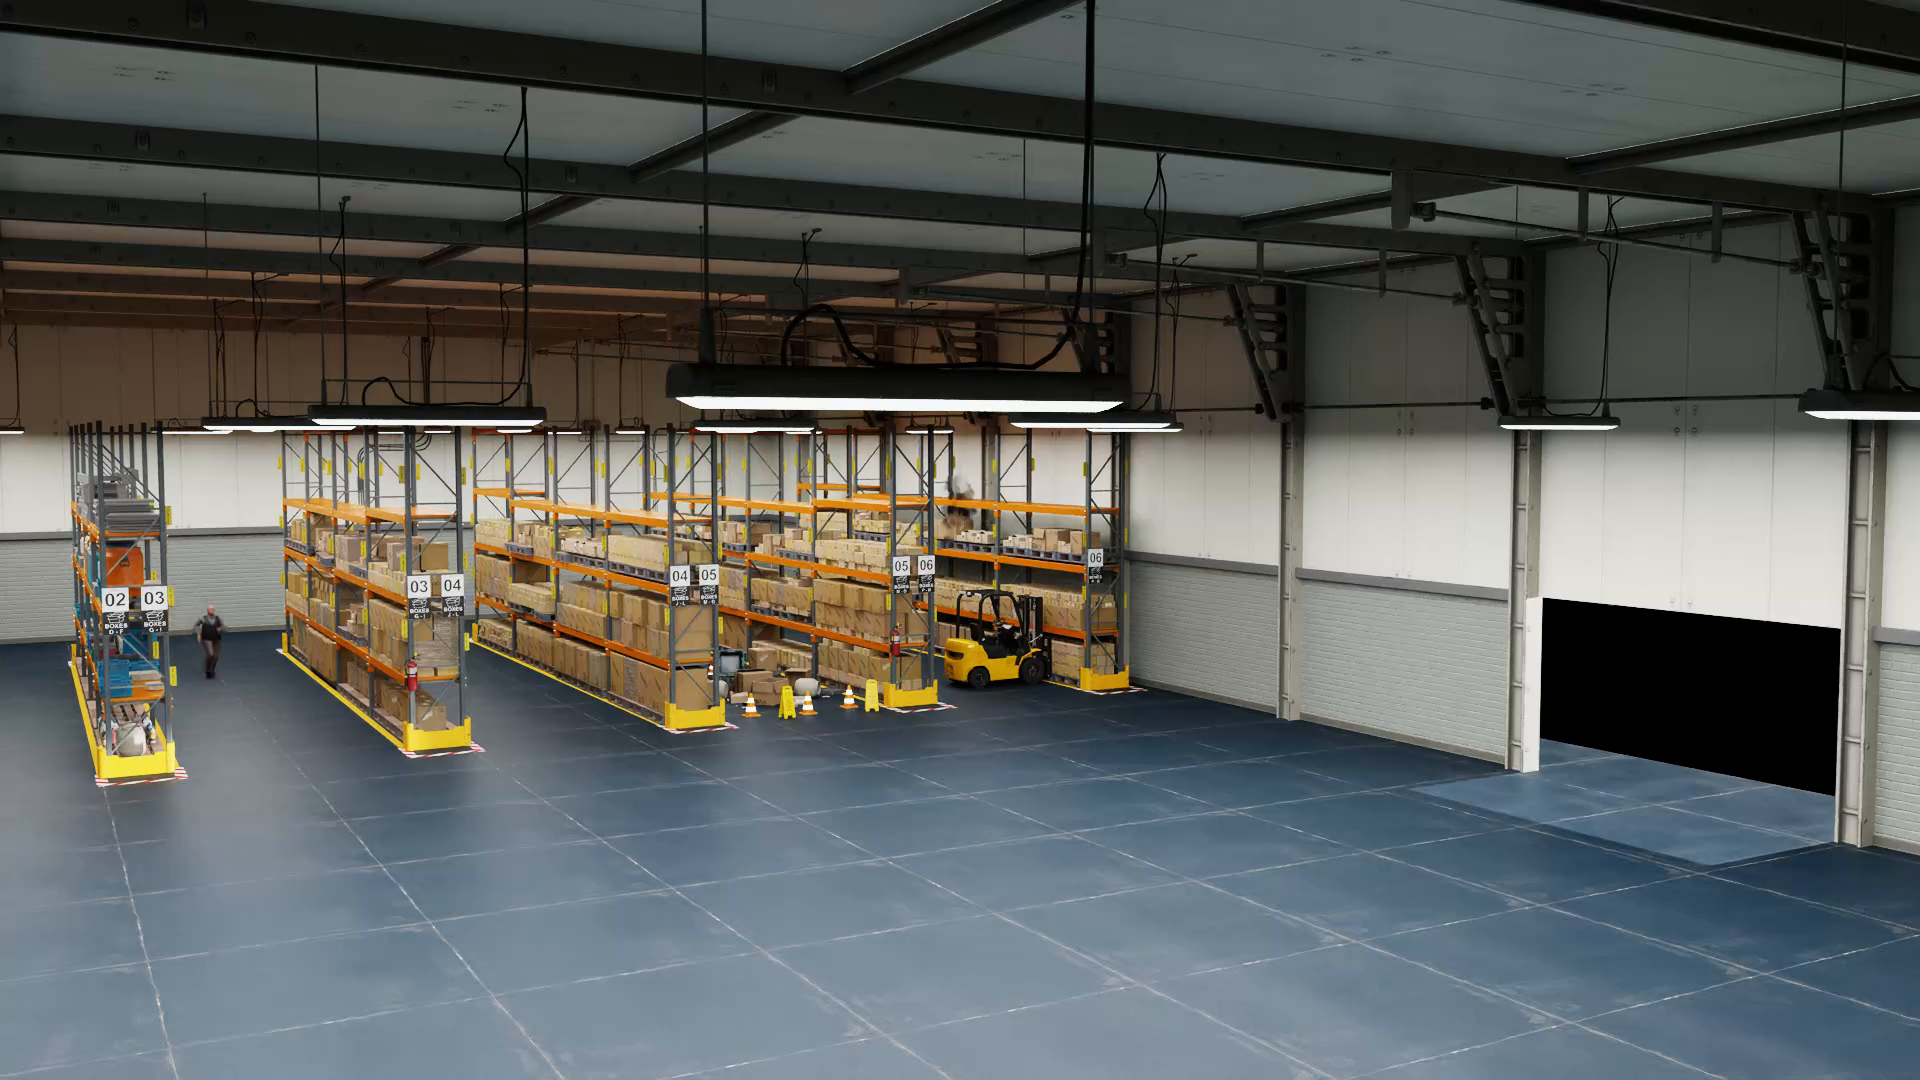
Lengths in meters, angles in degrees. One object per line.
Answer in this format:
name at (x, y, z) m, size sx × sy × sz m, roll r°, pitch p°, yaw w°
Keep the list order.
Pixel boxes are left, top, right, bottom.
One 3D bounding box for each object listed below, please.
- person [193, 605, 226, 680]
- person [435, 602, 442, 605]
person at (-17.766, 2.432, 39.467) m, size 0.629 × 1.762 × 0.732 m, roll -3°, pitch 5°, yaw -44°
person at (-13.709, 2.174, 44.291) m, size 0.593 × 1.722 × 0.744 m, roll -1°, pitch 4°, yaw -23°
